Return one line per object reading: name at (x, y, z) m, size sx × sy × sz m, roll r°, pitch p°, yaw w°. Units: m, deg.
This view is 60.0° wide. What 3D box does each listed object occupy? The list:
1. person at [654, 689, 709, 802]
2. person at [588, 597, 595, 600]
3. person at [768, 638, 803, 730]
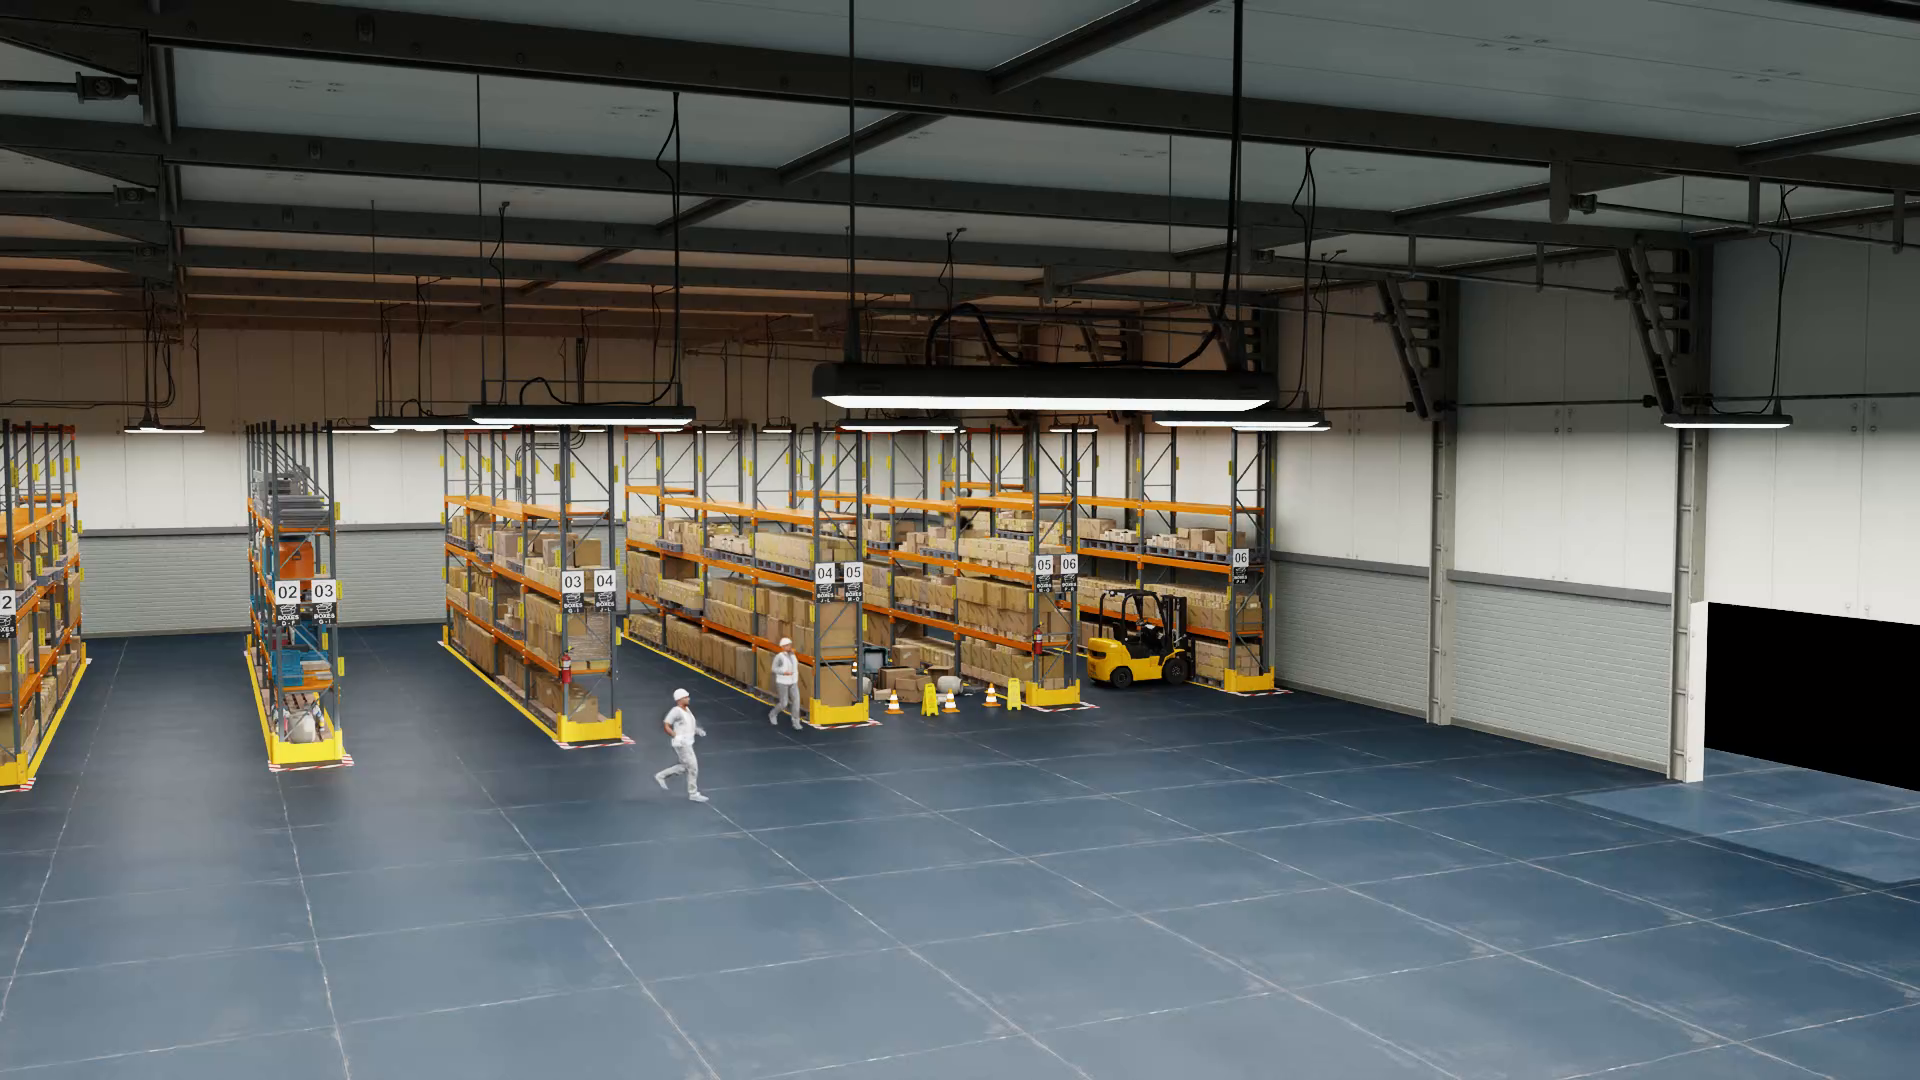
person at (-4.385, 3.218, 26.088) m, size 0.879 × 1.776 × 0.681 m, roll 0°, pitch 4°, yaw 4°
person at (-10.736, 1.943, 47.991) m, size 0.688 × 1.569 × 0.727 m, roll 1°, pitch 4°, yaw 21°
person at (-3.408, 2.803, 32.537) m, size 0.850 × 1.794 × 0.681 m, roll 3°, pitch 5°, yaw 40°
